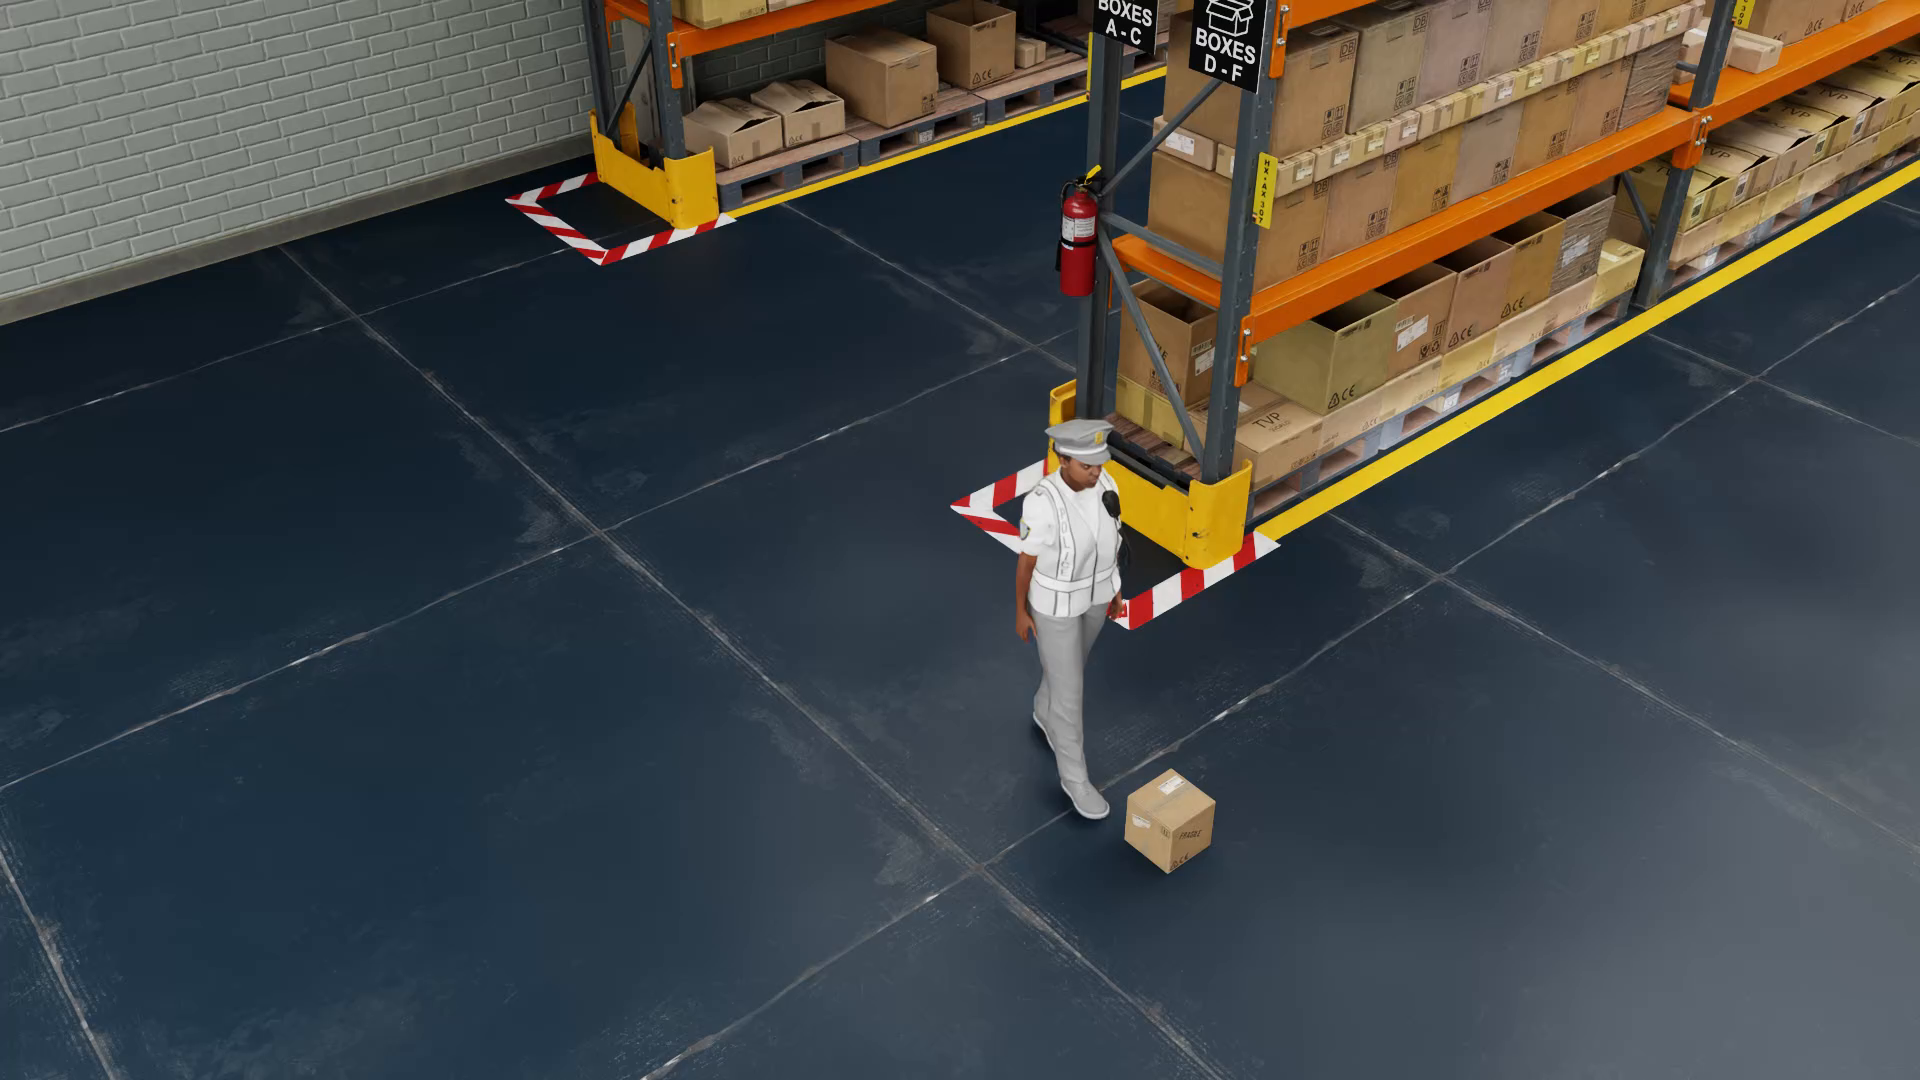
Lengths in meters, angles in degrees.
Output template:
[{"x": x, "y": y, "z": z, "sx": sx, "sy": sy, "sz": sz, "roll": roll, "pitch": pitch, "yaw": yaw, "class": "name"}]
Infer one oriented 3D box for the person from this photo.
[{"x": 0.519, "y": 0.286, "z": 6.663, "sx": 0.463, "sy": 1.673, "sz": 0.697, "roll": -23, "pitch": 42, "yaw": -28, "class": "person"}]
